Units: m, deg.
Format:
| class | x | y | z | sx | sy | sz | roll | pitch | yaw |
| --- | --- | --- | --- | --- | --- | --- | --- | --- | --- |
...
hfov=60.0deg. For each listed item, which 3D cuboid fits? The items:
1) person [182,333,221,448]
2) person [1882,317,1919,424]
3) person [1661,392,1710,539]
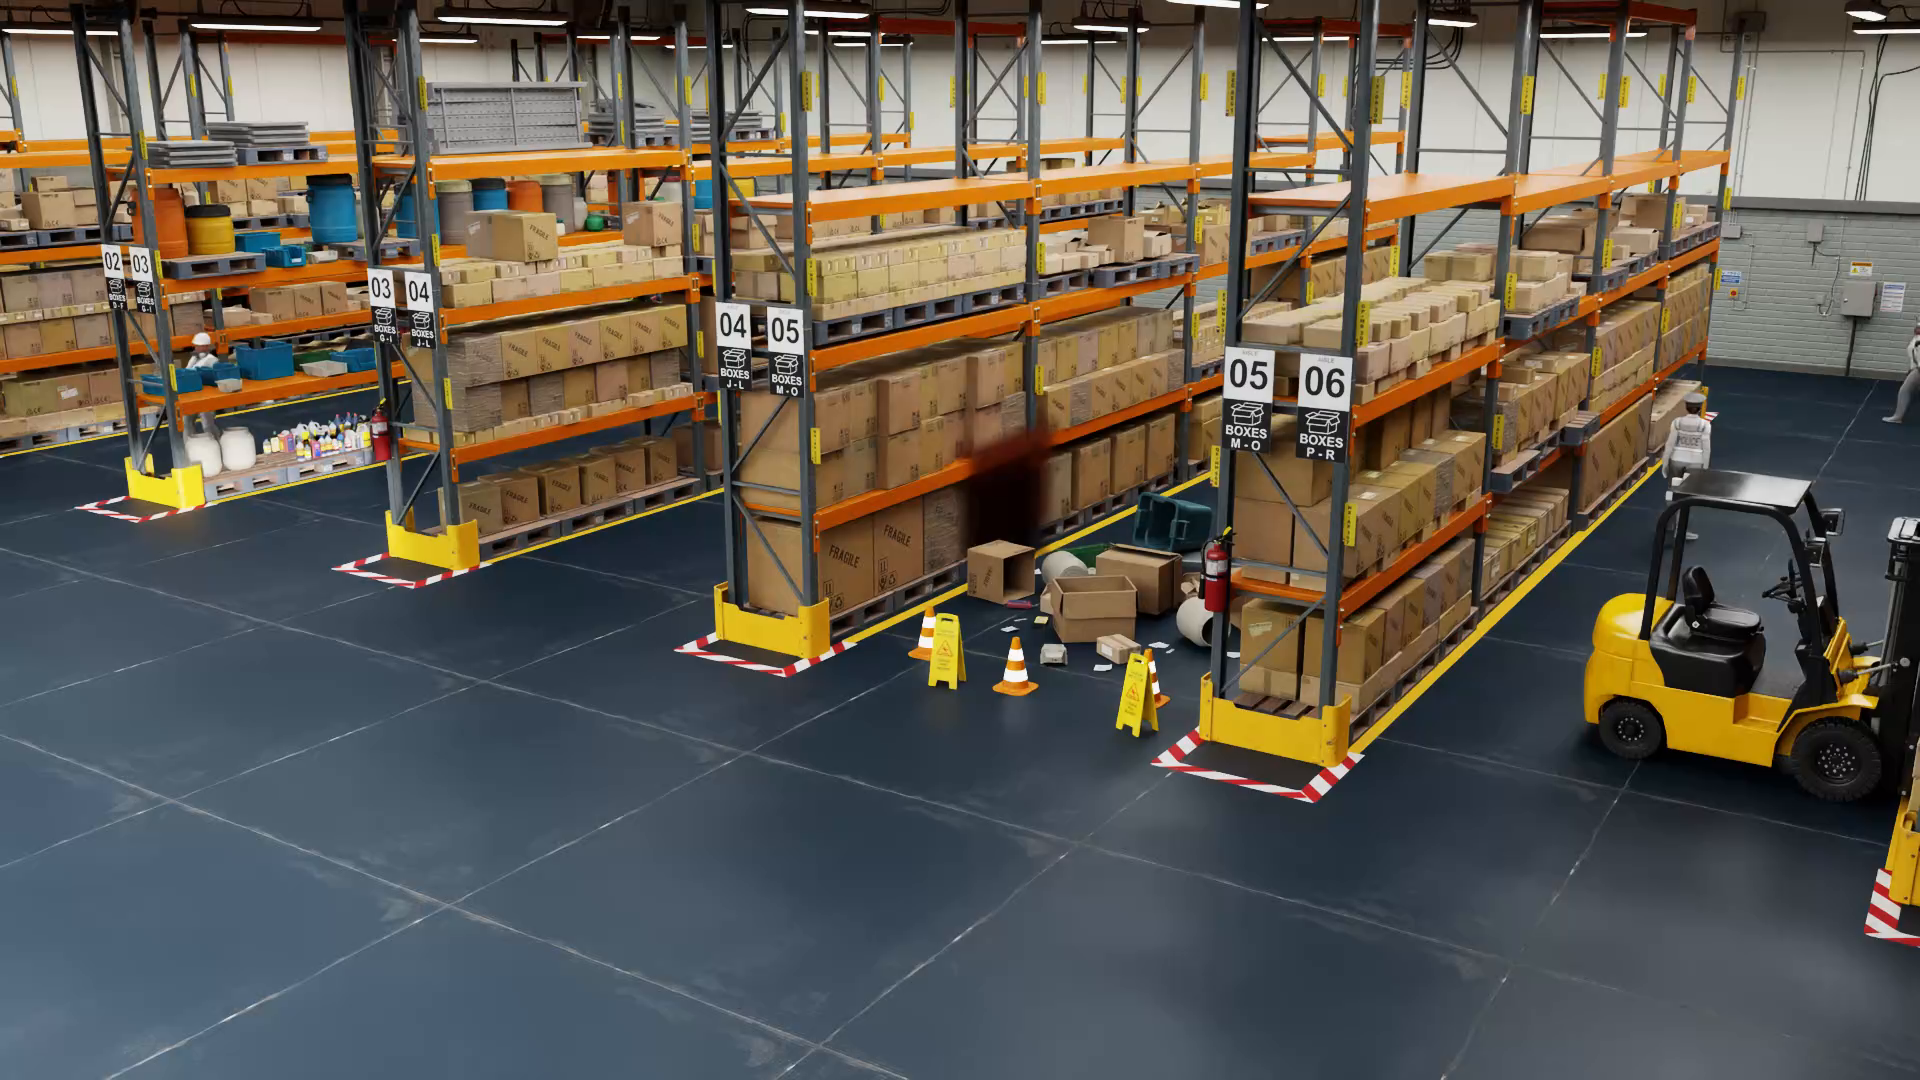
| class | x | y | z | sx | sy | sz | roll | pitch | yaw |
| --- | --- | --- | --- | --- | --- | --- | --- | --- | --- |
| person | -10.561 | -1.942 | 22.965 | 0.564 | 1.797 | 0.676 | 8 | 18 | 28 |
| person | 14.717 | -2.577 | 25.385 | 0.923 | 1.633 | 0.459 | 8 | 18 | 27 |
| person | 8.405 | -0.876 | 19.263 | 0.504 | 1.667 | 0.720 | 10 | 18 | 31 |
